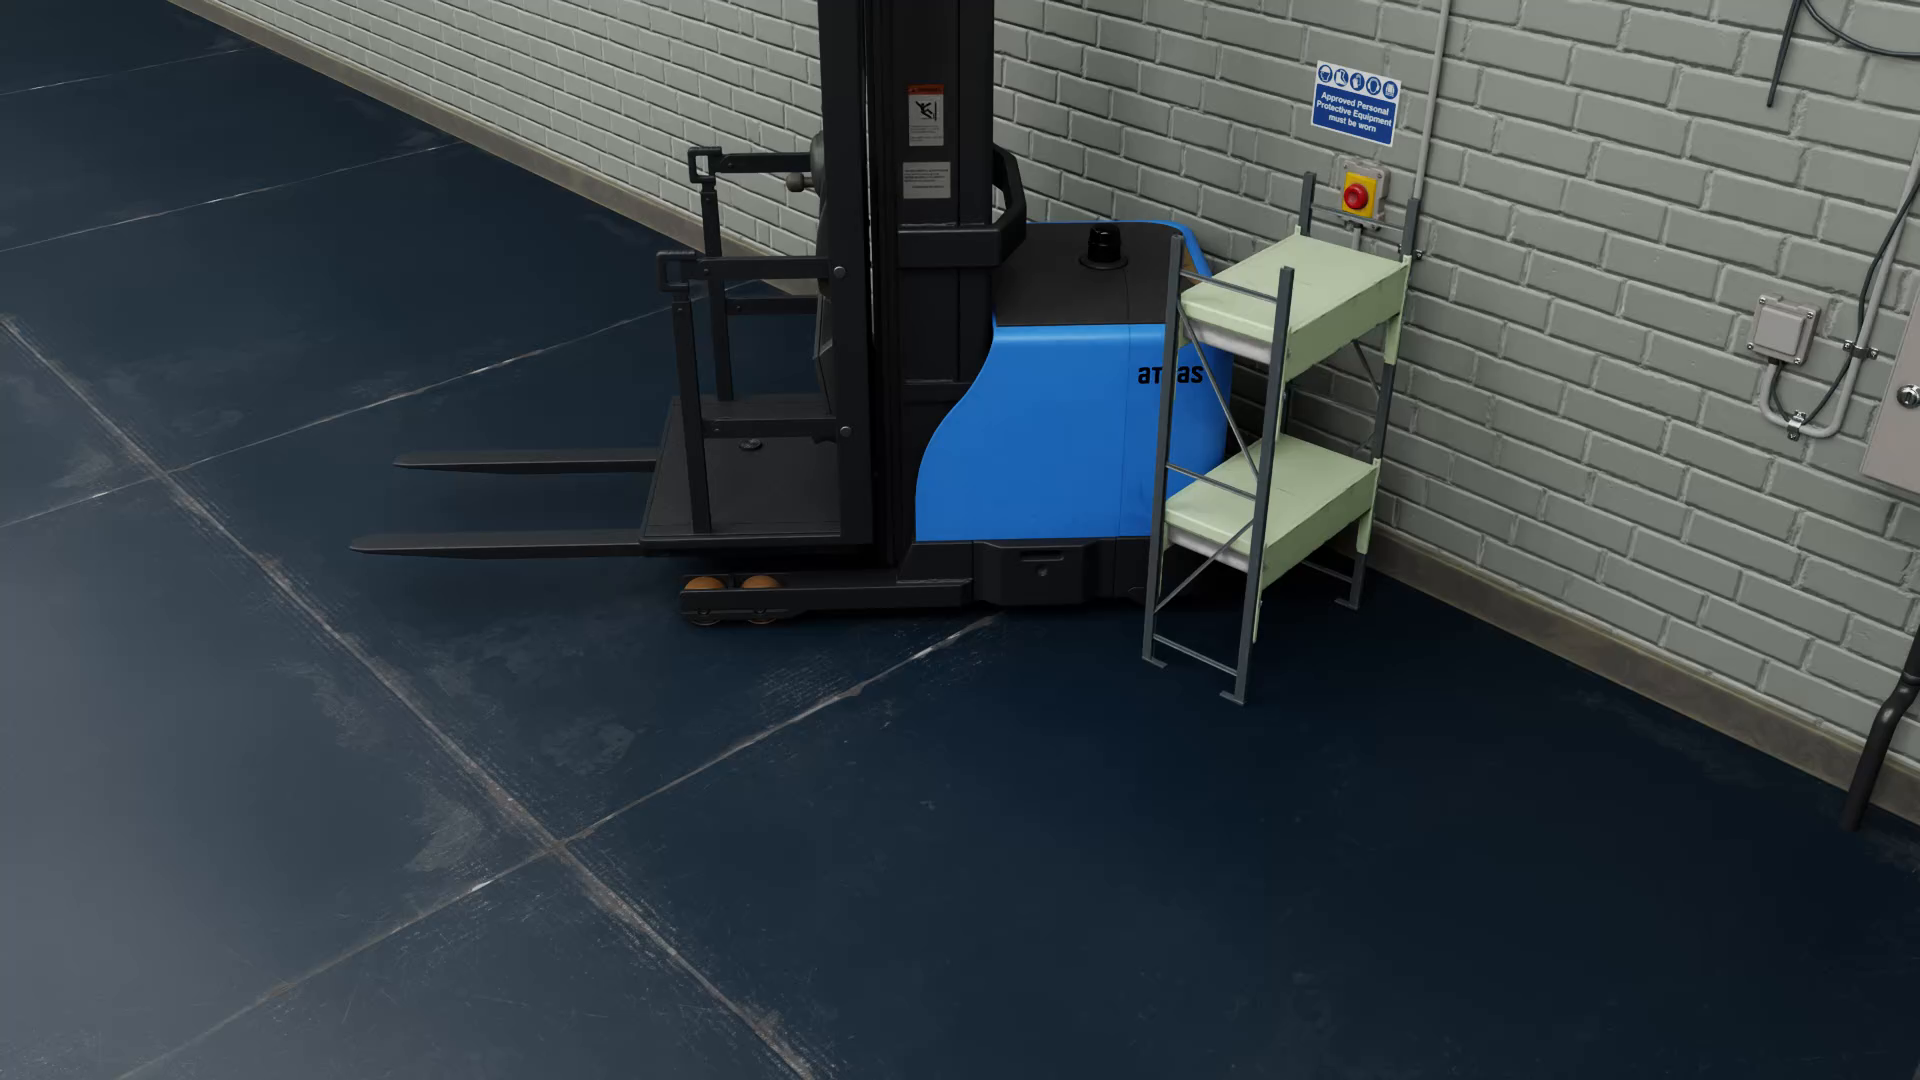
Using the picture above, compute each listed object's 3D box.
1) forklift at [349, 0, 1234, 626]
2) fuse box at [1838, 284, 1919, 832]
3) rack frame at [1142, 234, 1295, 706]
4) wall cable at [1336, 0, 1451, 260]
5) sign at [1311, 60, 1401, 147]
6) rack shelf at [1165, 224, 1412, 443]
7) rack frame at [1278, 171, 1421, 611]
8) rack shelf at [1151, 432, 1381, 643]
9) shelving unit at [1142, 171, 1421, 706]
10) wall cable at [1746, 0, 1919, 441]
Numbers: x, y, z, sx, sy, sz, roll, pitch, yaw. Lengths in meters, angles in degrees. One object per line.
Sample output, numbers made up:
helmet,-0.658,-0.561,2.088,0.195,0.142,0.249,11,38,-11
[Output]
forklift,-0.624,-1.237,5.463,3.031,2.935,1.130,-1,31,-2
fuse box,2.605,0.127,4.402,0.414,1.711,0.539,-26,40,-35
rack frame,0.770,-0.176,5.100,0.400,1.500,0.023,24,39,34
wall cable,1.284,-1.725,5.191,0.123,1.953,0.585,-26,40,-35
sign,1.296,-1.433,5.460,0.001,0.218,0.327,-26,40,-35
rack shelf,1.010,-0.653,5.132,0.431,0.370,0.720,24,39,34
rack frame,1.251,-0.464,5.571,0.400,1.500,0.023,24,39,34
rack shelf,1.010,-0.042,5.505,0.431,0.370,0.720,24,39,34
shelving unit,1.010,-0.320,5.335,0.431,1.500,0.755,24,39,34
wall cable,2.256,-1.173,4.319,0.122,1.984,0.588,-26,40,-35
